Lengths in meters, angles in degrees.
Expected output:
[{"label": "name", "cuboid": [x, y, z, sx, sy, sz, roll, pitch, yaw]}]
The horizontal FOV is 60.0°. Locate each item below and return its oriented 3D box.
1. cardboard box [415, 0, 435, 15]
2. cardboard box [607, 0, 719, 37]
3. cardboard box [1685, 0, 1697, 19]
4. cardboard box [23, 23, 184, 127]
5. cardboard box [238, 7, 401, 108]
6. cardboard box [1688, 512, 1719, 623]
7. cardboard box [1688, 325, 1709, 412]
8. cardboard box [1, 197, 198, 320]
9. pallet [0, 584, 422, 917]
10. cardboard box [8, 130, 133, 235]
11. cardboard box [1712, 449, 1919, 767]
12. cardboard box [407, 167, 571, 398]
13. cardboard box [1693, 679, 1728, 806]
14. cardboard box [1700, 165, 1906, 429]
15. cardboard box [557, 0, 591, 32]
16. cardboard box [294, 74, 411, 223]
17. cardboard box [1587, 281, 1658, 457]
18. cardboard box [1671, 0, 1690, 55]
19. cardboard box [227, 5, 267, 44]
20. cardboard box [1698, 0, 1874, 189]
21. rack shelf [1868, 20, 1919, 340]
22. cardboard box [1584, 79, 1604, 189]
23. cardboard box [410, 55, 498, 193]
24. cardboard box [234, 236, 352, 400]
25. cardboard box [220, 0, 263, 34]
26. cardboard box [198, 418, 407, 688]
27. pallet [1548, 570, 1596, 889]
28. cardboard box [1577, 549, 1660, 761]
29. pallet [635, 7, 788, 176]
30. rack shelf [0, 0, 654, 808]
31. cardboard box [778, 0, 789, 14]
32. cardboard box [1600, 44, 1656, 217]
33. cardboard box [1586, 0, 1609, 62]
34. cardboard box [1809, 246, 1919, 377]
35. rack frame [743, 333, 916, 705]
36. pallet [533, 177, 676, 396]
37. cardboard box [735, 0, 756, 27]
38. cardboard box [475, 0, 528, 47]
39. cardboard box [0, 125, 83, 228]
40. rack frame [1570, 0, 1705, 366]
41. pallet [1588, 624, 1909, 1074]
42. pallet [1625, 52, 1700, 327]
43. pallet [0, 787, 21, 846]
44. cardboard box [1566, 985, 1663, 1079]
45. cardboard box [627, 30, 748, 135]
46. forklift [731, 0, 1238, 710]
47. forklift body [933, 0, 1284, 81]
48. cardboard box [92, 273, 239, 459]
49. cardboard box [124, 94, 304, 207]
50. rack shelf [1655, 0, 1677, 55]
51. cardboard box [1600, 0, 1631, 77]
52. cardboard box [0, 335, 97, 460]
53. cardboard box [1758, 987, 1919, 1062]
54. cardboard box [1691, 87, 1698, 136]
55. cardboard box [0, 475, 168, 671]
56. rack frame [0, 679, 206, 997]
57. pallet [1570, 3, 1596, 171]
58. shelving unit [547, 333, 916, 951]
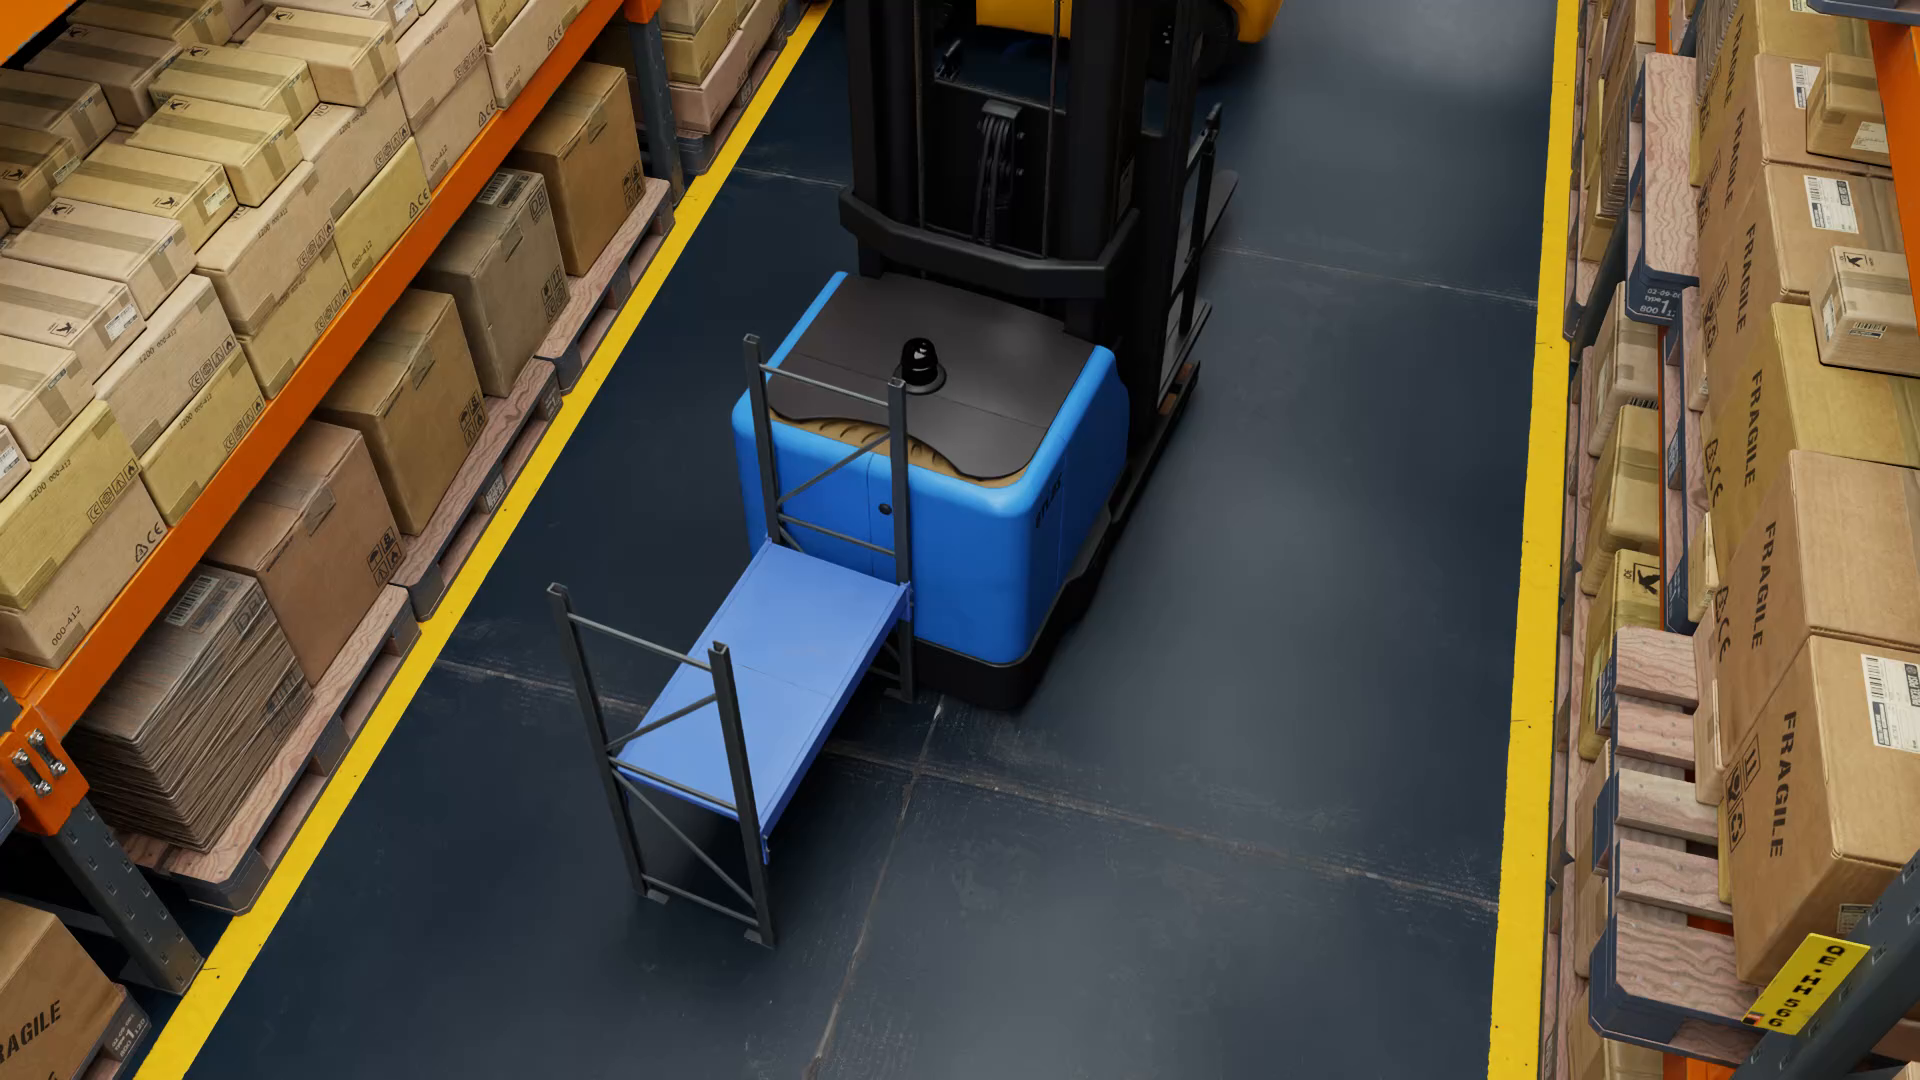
[{"label": "cardboard box", "cuboid": [-1.874, -1.853, 5.385, 0.380, 0.149, 0.250, 10, 49, 9]}, {"label": "cardboard box", "cuboid": [-1.332, -2.494, 7.338, 0.500, 0.250, 0.500, 11, 49, 9]}, {"label": "cardboard box", "cuboid": [2.905, -2.171, 5.901, 0.500, 0.500, 0.500, 10, 49, 9]}, {"label": "cardboard box", "cuboid": [-2.539, -1.390, 4.977, 0.380, 0.149, 0.250, 13, 50, 11]}, {"label": "cardboard box", "cuboid": [-1.940, -1.466, 5.044, 0.380, 0.149, 0.250, 10, 49, 9]}, {"label": "cardboard box", "cuboid": [1.991, 0.103, 4.046, 0.380, 0.149, 0.250, 12, 50, 11]}, {"label": "cardboard box", "cuboid": [2.208, -0.451, 4.534, 0.380, 0.149, 0.250, 13, 50, 11]}, {"label": "cardboard box", "cuboid": [-2.278, -0.749, 4.411, 0.380, 0.149, 0.250, 12, 50, 10]}, {"label": "pallet", "cuboid": [-2.560, 0.582, 5.596, 1.003, 0.211, 1.213, 12, 50, 10]}, {"label": "cardboard box", "cuboid": [-2.697, -0.980, 4.881, 0.500, 0.250, 0.500, 11, 50, 10]}, {"label": "cardboard box", "cuboid": [1.952, 0.194, 3.533, 0.500, 0.500, 0.500, 11, 49, 9]}, {"label": "cardboard box", "cuboid": [-2.100, -1.060, 6.489, 0.875, 0.625, 0.625, 11, 50, 10]}, {"label": "cardboard box", "cuboid": [1.858, 0.485, 3.709, 0.380, 0.149, 0.250, 11, 50, 10]}, {"label": "cardboard box", "cuboid": [2.229, -0.566, 4.204, 0.500, 0.500, 0.500, 10, 49, 8]}, {"label": "cardboard box", "cuboid": [-1.642, -2.180, 6.274, 0.500, 0.250, 0.500, 13, 50, 11]}, {"label": "cardboard box", "cuboid": [-2.064, -1.253, 5.122, 0.500, 0.250, 0.500, 12, 50, 11]}, {"label": "cardboard box", "cuboid": [2.892, -0.559, 6.215, 0.950, 0.372, 0.625, 12, 50, 11]}, {"label": "cardboard box", "cuboid": [2.819, -1.879, 6.075, 0.380, 0.149, 0.250, 11, 50, 10]}, {"label": "cardboard box", "cuboid": [-2.431, -1.715, 5.530, 0.500, 0.250, 0.500, 10, 49, 9]}, {"label": "cardboard box", "cuboid": [2.497, -1.295, 4.847, 0.500, 0.500, 0.500, 12, 50, 10]}, {"label": "rack shelf", "cuboid": [2.502, -0.977, 3.591, 1.077, 0.370, 4.000, 12, 50, 10]}, {"label": "cardboard box", "cuboid": [3.055, -1.766, 7.362, 0.500, 0.250, 0.500, 10, 49, 9]}, {"label": "cardboard box", "cuboid": [-1.929, -1.463, 5.640, 0.500, 0.250, 0.500, 12, 50, 10]}, {"label": "cardboard box", "cuboid": [-2.196, -0.713, 4.979, 0.500, 0.250, 0.500, 10, 49, 9]}, {"label": "cardboard box", "cuboid": [-2.448, -1.770, 5.312, 0.380, 0.149, 0.250, 11, 50, 10]}, {"label": "cardboard box", "cuboid": [-2.473, -0.029, 5.578, 0.875, 0.625, 0.625, 13, 50, 11]}, {"label": "pallet", "cuboid": [2.505, 0.702, 5.490, 1.003, 0.211, 1.213, 12, 50, 10]}, {"label": "cardboard box", "cuboid": [2.525, 0.465, 5.312, 0.950, 0.372, 0.625, 13, 50, 11]}, {"label": "pallet", "cuboid": [-1.512, -2.290, 8.131, 1.003, 0.211, 1.213, 12, 50, 10]}, {"label": "rack shelf", "cuboid": [-2.288, -0.962, 5.578, 1.077, 0.370, 4.000, 12, 50, 10]}, {"label": "cardboard box", "cuboid": [-1.076, -2.905, 8.367, 0.500, 0.250, 0.500, 12, 50, 11]}, {"label": "cardboard box", "cuboid": [2.925, -1.628, 6.739, 0.500, 0.500, 0.500, 11, 49, 10]}, {"label": "cardboard box", "cuboid": [3.329, -2.498, 8.008, 0.500, 0.250, 0.500, 15, 50, 13]}, {"label": "cardboard box", "cuboid": [2.134, -0.500, 3.713, 0.380, 0.149, 0.250, 9, 49, 8]}, {"label": "rack frame", "cuboid": [-0.387, -0.012, 5.260, 0.500, 1.500, 0.032, 18, 51, 15]}, {"label": "pallet", "cuboid": [-1.918, -1.183, 7.153, 1.003, 0.211, 1.213, 12, 50, 10]}, {"label": "cardboard box", "cuboid": [-1.206, -2.694, 7.848, 0.500, 0.250, 0.500, 11, 50, 10]}, {"label": "cardboard box", "cuboid": [-1.773, -1.983, 5.766, 0.500, 0.250, 0.500, 10, 49, 9]}, {"label": "cardboard box", "cuboid": [-2.695, -1.027, 4.657, 0.380, 0.149, 0.250, 11, 50, 10]}, {"label": "rack frame", "cuboid": [3.028, -1.669, 5.723, 1.000, 3.000, 0.127, 12, 50, 10]}, {"label": "pallet", "cuboid": [2.060, 0.751, 3.715, 1.213, 0.211, 1.003, 12, 50, 10]}, {"label": "pallet", "cuboid": [2.687, -1.082, 5.332, 1.003, 0.211, 1.213, 12, 50, 10]}, {"label": "pallet", "cuboid": [-2.925, 0.815, 3.658, 1.213, 0.211, 1.003, 12, 50, 10]}, {"label": "cardboard box", "cuboid": [2.134, 1.548, 4.356, 0.950, 0.372, 0.625, 9, 49, 7]}, {"label": "cardboard box", "cuboid": [-1.315, -2.160, 7.709, 0.500, 0.250, 0.500, 12, 50, 10]}, {"label": "forklift", "cuboid": [0.320, -1.518, 5.635, 1.130, 2.935, 3.031, 18, 51, 15]}, {"label": "forklift body", "cuboid": [0.552, -3.527, 7.928, 2.313, 2.155, 1.214, 12, 50, 10]}, {"label": "cardboard box", "cuboid": [-2.329, -0.503, 4.460, 0.500, 0.250, 0.500, 13, 50, 11]}, {"label": "cardboard box", "cuboid": [-2.117, -1.109, 4.729, 0.380, 0.149, 0.250, 13, 50, 11]}, {"label": "rack shelf", "cuboid": [3.554, -2.878, 7.269, 1.077, 0.370, 4.000, 12, 50, 10]}, {"label": "cardboard box", "cuboid": [3.190, -2.365, 7.390, 0.500, 0.500, 0.500, 14, 50, 12]}, {"label": "cardboard box", "cuboid": [-2.377, -0.366, 4.073, 0.380, 0.149, 0.250, 13, 50, 11]}, {"label": "cardboard box", "cuboid": [1.835, 0.884, 3.356, 0.380, 0.149, 0.250, 13, 50, 11]}, {"label": "cardboard box", "cuboid": [2.578, -1.388, 5.362, 0.380, 0.149, 0.250, 12, 50, 11]}, {"label": "cardboard box", "cuboid": [-2.462, 0.024, 4.328, 0.500, 0.250, 0.500, 12, 50, 10]}, {"label": "rack frame", "cuboid": [-2.814, 0.247, 4.031, 1.000, 3.000, 0.127, 12, 50, 10]}, {"label": "pallet", "cuboid": [3.490, -2.125, 7.984, 1.003, 0.211, 1.213, 12, 50, 10]}, {"label": "shelving unit", "cuboid": [-0.591, 0.337, 4.952, 0.538, 1.500, 1.048, 18, 51, 15]}]
